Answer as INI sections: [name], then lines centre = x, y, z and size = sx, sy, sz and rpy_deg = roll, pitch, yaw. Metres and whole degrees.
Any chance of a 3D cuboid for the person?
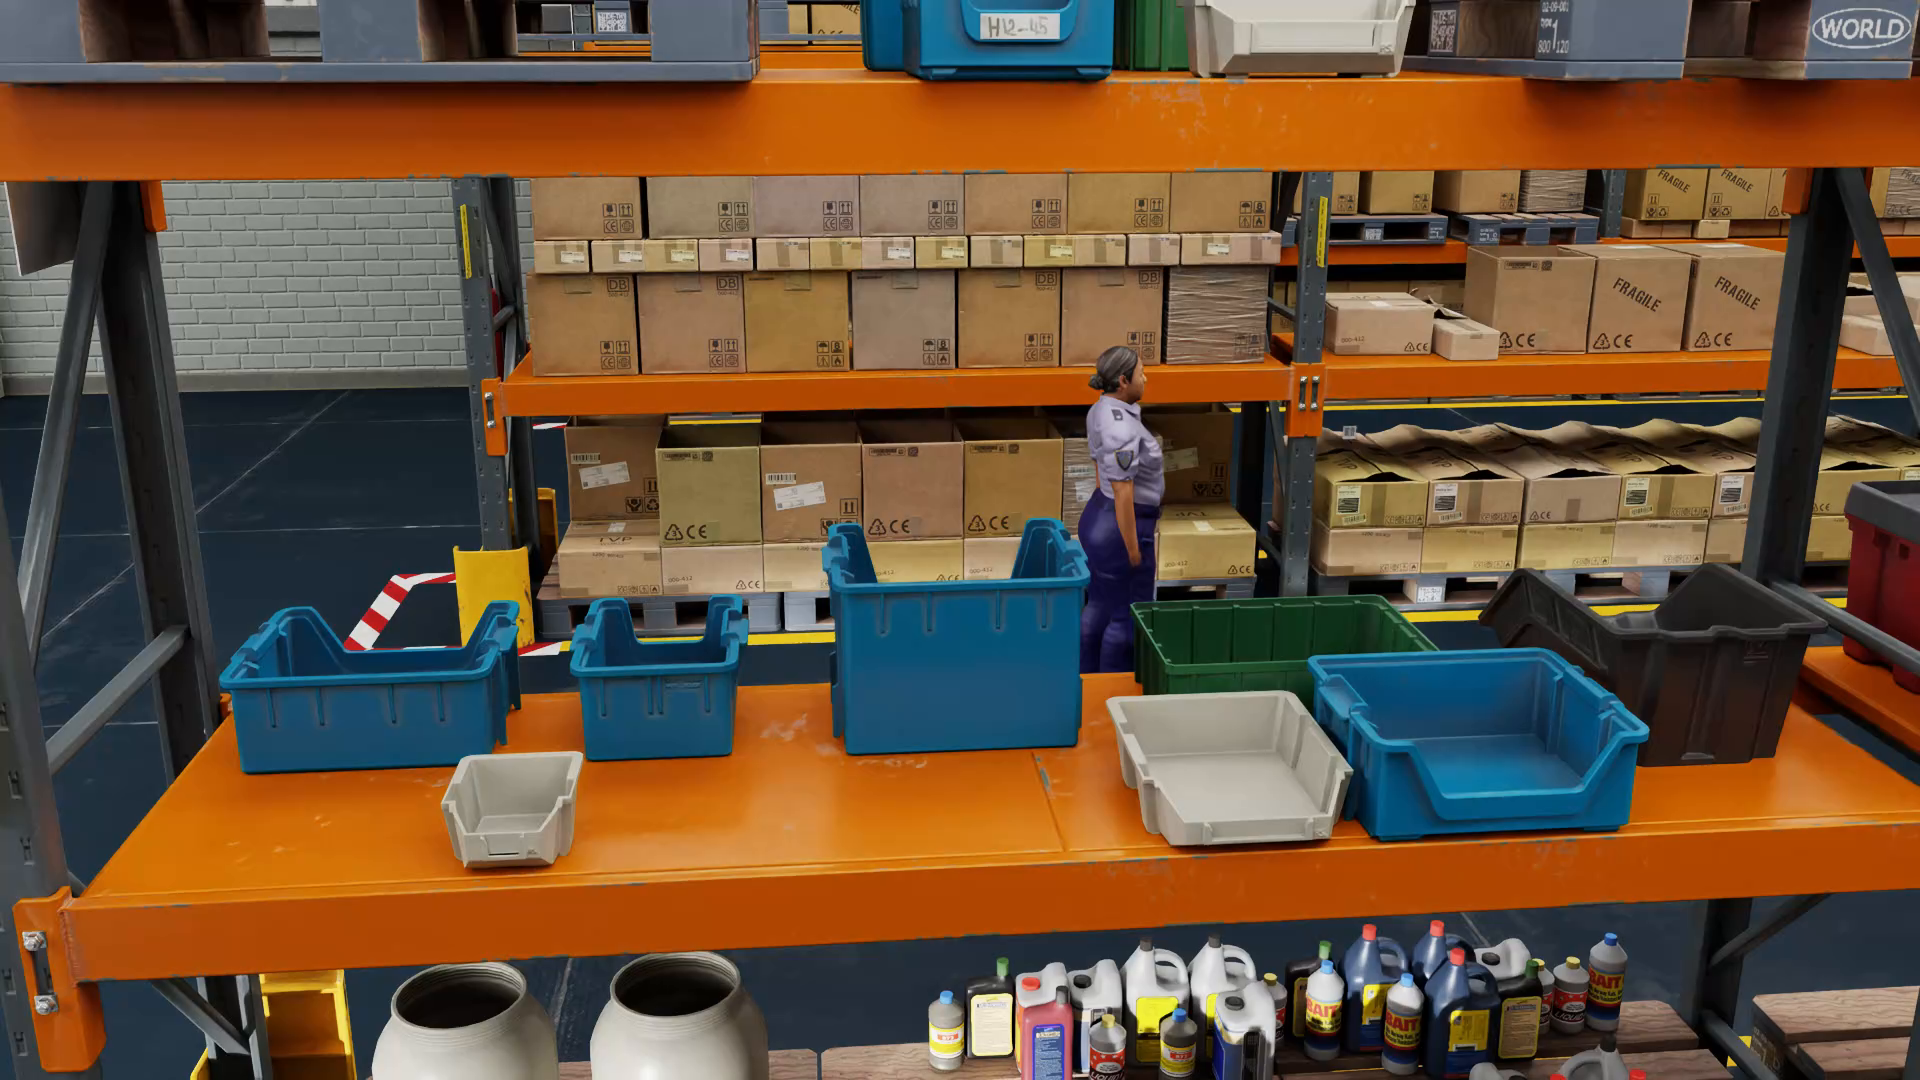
[person]
centre = 0.675, 0.013, 7.156
size = 0.411, 1.586, 0.500
rpy_deg = -1, 17, -4
